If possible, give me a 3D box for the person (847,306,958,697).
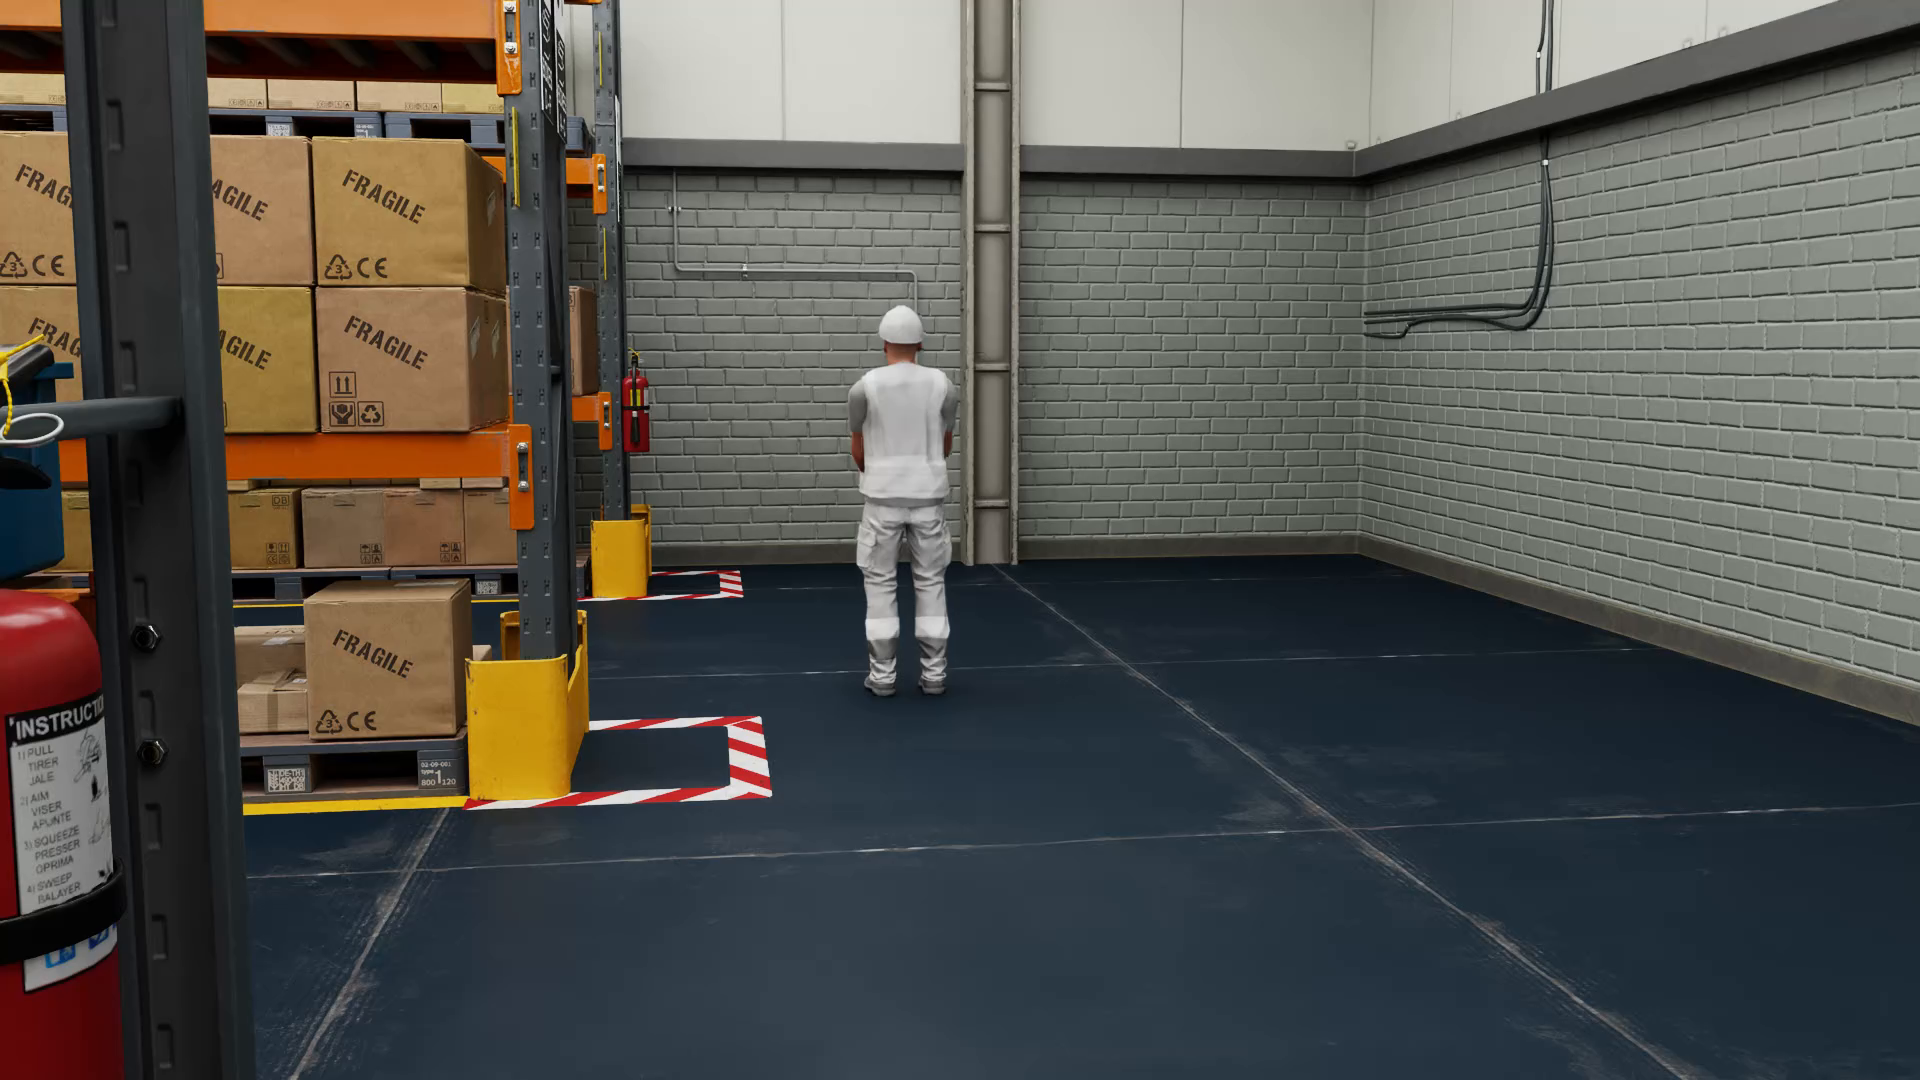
[{"bbox_3d":[-0.279,-0.187,7.772,0.511,1.788,0.559,-1,6,-9],"label":"person"}]
